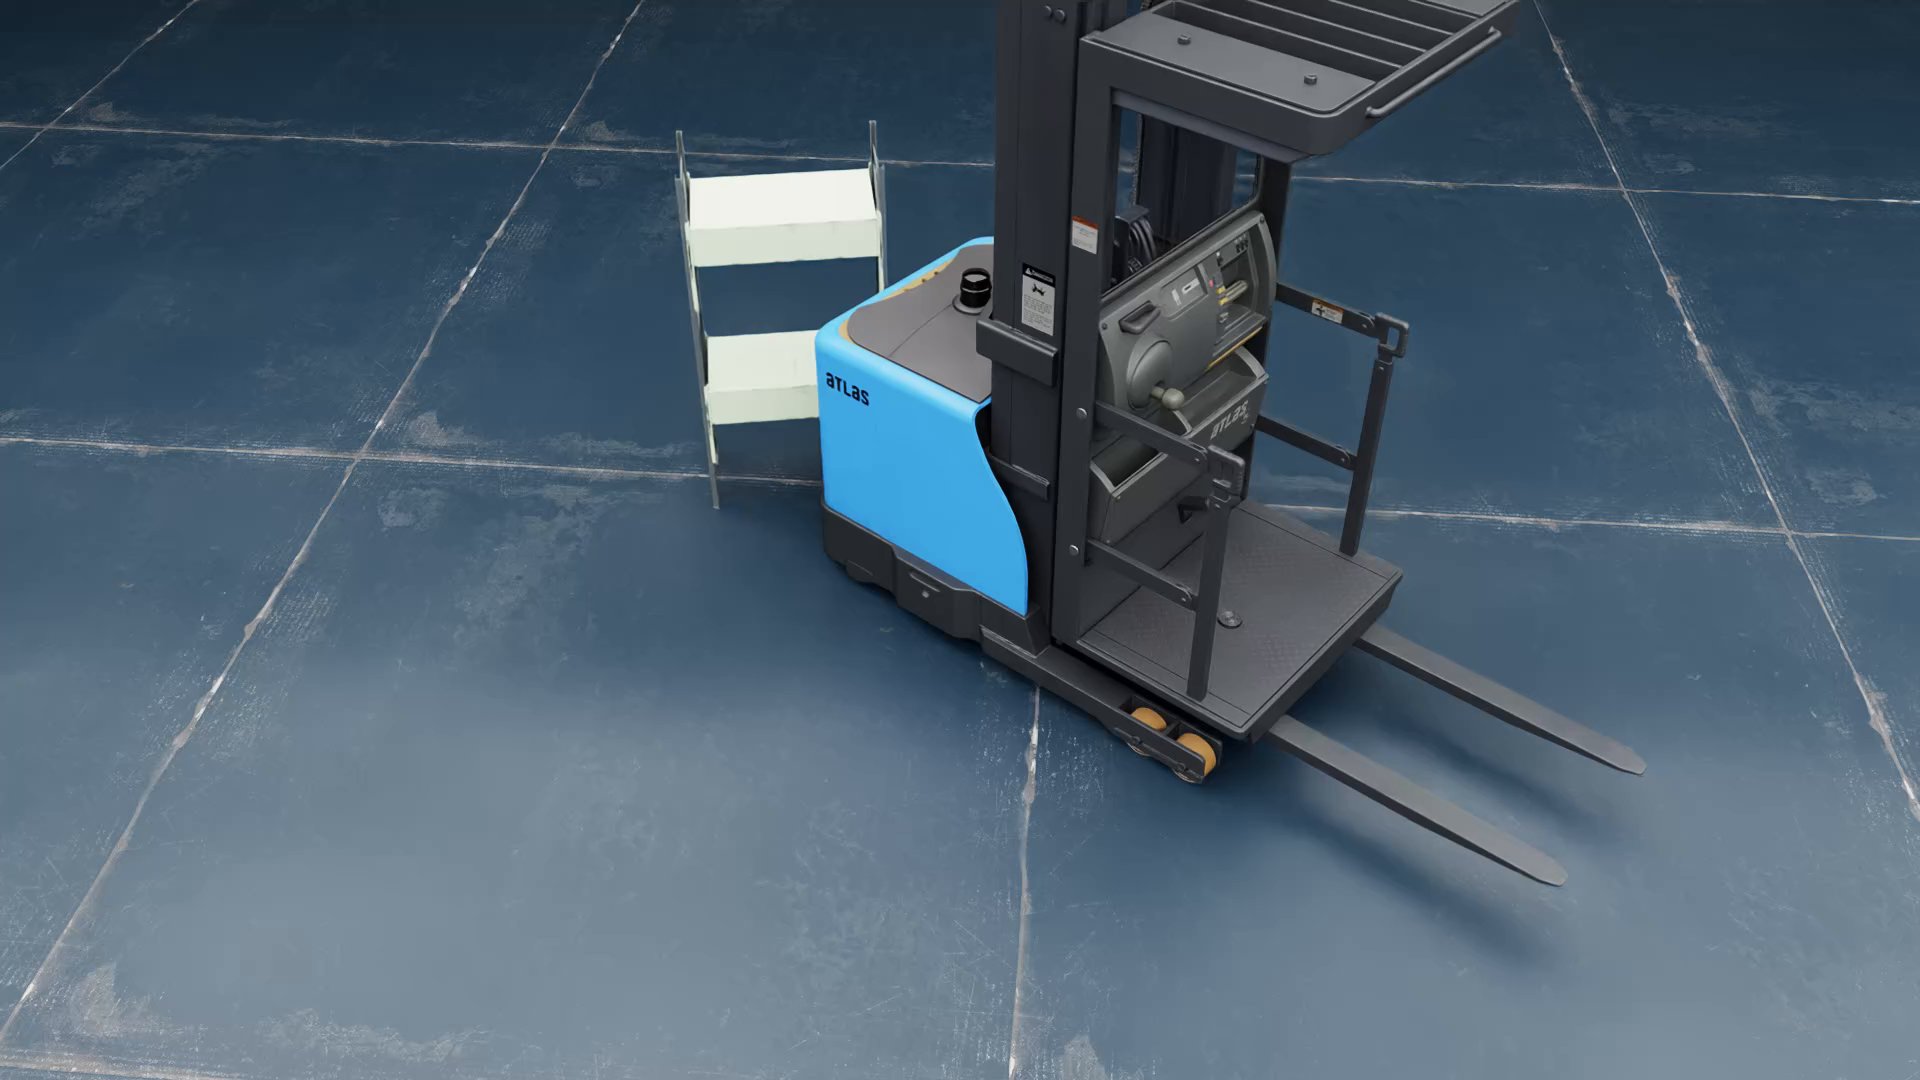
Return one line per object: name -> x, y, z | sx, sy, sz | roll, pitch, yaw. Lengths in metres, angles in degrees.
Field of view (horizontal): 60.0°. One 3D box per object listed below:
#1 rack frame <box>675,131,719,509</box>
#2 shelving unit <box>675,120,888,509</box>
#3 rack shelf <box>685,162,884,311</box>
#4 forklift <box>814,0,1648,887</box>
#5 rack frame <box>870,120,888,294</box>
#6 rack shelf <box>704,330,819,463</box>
rack frame -> -1.036, -0.836, 6.589 | 0.023, 1.500, 0.400 | -4, 39, -5
shelving unit -> -0.673, -0.864, 6.624 | 0.755, 1.500, 0.431 | -4, 39, -5
rack shelf -> -0.673, -1.167, 6.378 | 0.720, 0.370, 0.431 | -4, 39, -5
forklift -> 0.906, -0.683, 5.268 | 3.031, 2.935, 1.130 | 28, 47, 30
rack frame -> -0.309, -0.892, 6.658 | 0.023, 1.500, 0.400 | -4, 39, -5
rack shelf -> -0.673, -0.612, 6.830 | 0.720, 0.370, 0.431 | -4, 39, -5
